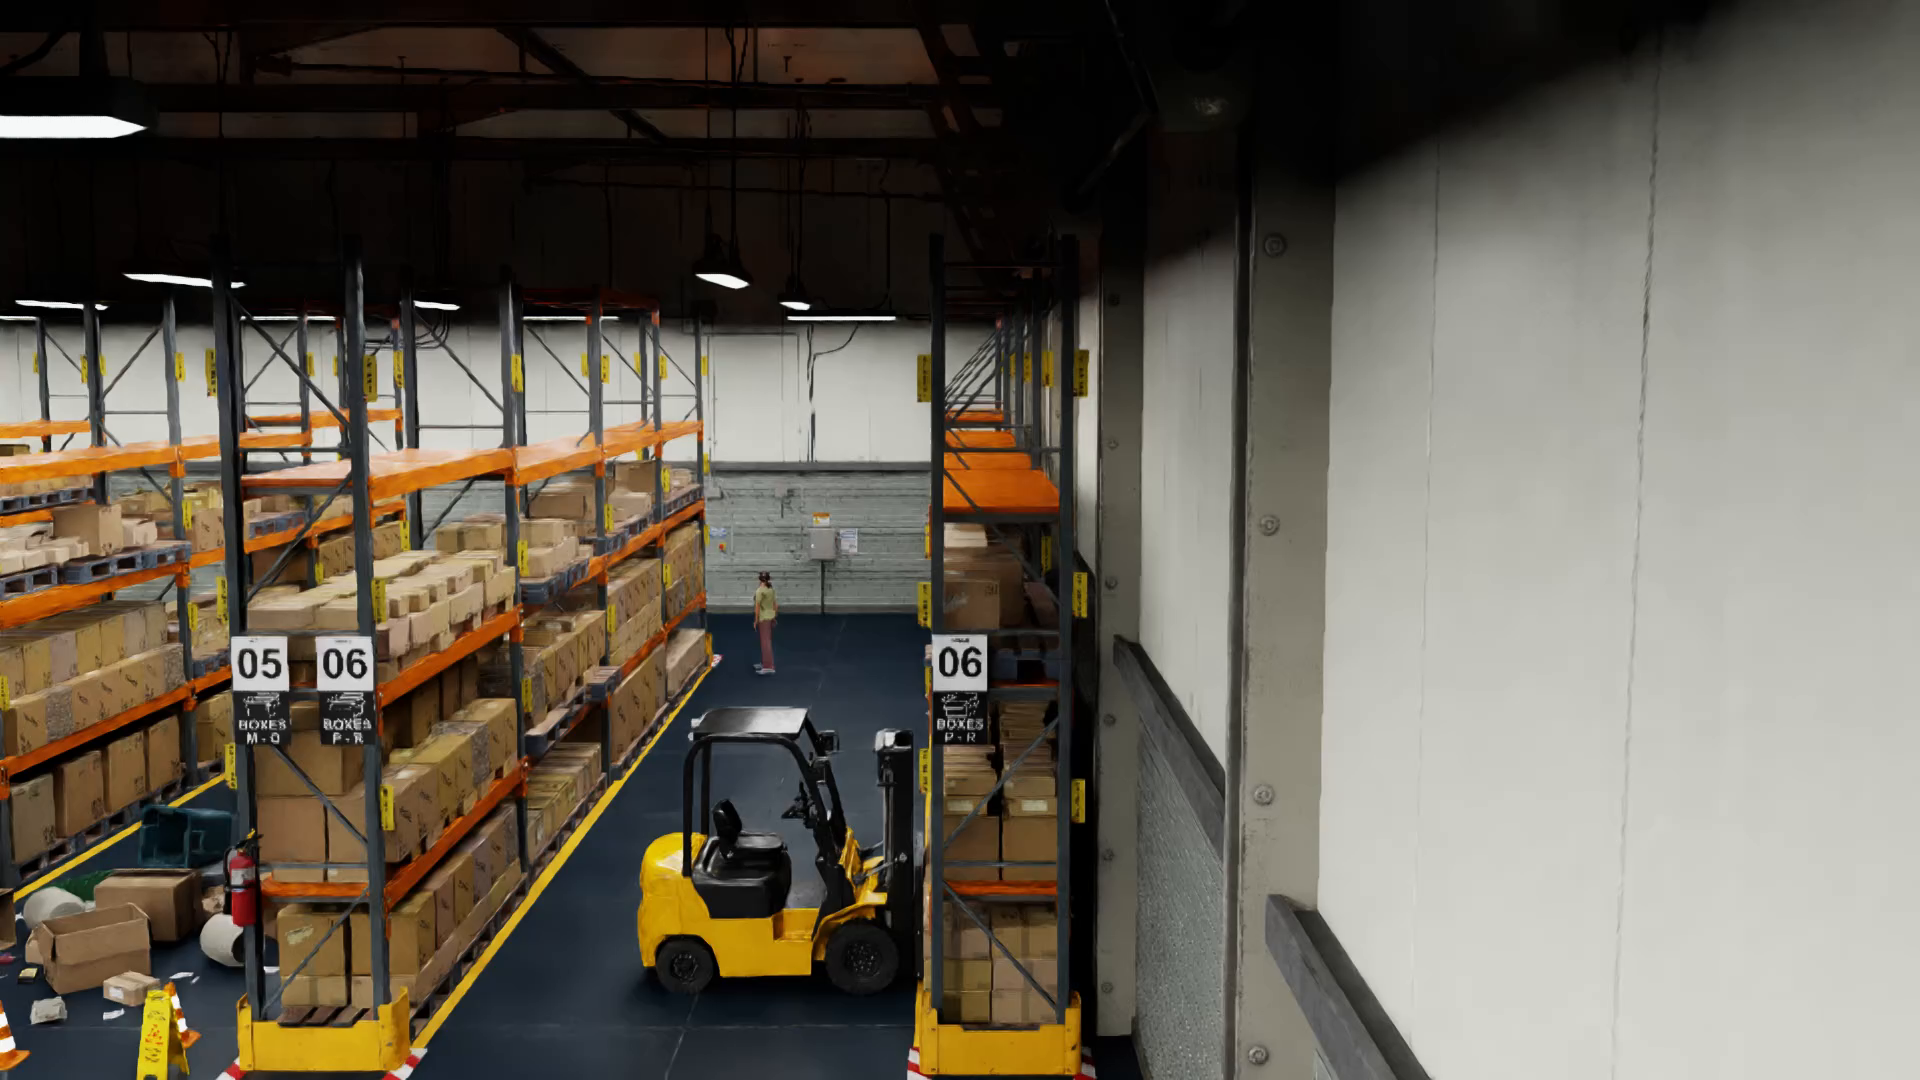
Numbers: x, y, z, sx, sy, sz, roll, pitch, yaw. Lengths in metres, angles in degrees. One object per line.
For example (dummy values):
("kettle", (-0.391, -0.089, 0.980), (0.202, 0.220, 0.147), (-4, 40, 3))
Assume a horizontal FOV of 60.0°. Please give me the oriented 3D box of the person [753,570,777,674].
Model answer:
("person", (-3.219, 1.318, 27.206), (0.564, 1.666, 0.561), (4, 7, 29))
